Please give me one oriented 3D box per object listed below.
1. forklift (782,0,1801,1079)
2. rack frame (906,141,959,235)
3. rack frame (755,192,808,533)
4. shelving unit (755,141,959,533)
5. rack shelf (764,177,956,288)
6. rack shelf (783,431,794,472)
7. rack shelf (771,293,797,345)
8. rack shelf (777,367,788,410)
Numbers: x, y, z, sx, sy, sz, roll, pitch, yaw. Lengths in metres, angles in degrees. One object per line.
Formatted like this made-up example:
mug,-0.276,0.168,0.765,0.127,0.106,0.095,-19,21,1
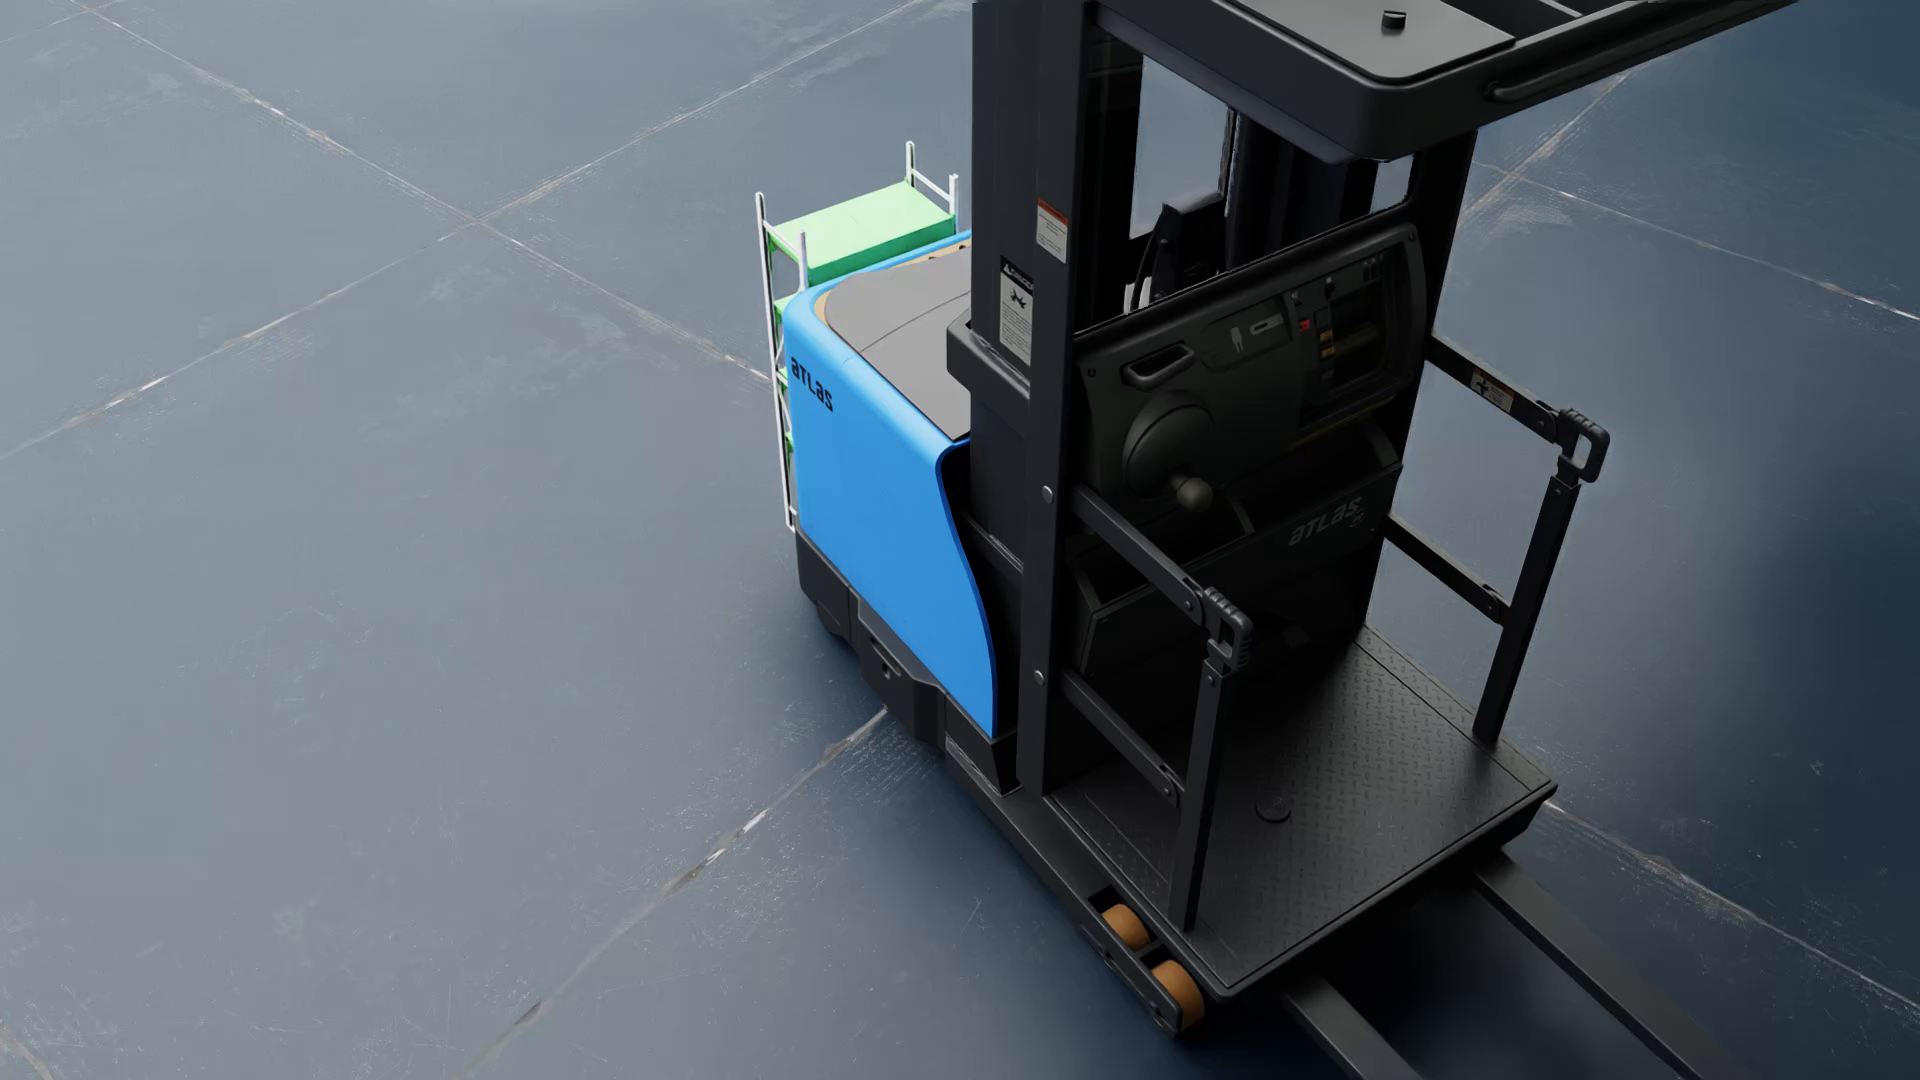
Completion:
forklift,0.759,-0.288,3.388,1.130,2.935,3.031,-25,48,-25
rack frame,-0.078,-0.616,5.036,0.015,1.200,0.240,-25,48,-25
rack frame,-0.479,-0.429,4.830,0.015,1.200,0.240,-25,48,-25
shelving unit,-0.279,-0.523,4.933,0.503,1.200,0.258,-25,48,-25
rack shelf,-0.279,-0.831,4.653,0.480,0.148,0.258,-25,48,-25
rack shelf,-0.279,-0.298,5.138,0.480,0.148,0.258,-25,48,-25
rack shelf,-0.279,-0.653,4.815,0.480,0.148,0.258,-25,48,-25
rack shelf,-0.279,-0.476,4.976,0.480,0.148,0.258,-25,48,-25
